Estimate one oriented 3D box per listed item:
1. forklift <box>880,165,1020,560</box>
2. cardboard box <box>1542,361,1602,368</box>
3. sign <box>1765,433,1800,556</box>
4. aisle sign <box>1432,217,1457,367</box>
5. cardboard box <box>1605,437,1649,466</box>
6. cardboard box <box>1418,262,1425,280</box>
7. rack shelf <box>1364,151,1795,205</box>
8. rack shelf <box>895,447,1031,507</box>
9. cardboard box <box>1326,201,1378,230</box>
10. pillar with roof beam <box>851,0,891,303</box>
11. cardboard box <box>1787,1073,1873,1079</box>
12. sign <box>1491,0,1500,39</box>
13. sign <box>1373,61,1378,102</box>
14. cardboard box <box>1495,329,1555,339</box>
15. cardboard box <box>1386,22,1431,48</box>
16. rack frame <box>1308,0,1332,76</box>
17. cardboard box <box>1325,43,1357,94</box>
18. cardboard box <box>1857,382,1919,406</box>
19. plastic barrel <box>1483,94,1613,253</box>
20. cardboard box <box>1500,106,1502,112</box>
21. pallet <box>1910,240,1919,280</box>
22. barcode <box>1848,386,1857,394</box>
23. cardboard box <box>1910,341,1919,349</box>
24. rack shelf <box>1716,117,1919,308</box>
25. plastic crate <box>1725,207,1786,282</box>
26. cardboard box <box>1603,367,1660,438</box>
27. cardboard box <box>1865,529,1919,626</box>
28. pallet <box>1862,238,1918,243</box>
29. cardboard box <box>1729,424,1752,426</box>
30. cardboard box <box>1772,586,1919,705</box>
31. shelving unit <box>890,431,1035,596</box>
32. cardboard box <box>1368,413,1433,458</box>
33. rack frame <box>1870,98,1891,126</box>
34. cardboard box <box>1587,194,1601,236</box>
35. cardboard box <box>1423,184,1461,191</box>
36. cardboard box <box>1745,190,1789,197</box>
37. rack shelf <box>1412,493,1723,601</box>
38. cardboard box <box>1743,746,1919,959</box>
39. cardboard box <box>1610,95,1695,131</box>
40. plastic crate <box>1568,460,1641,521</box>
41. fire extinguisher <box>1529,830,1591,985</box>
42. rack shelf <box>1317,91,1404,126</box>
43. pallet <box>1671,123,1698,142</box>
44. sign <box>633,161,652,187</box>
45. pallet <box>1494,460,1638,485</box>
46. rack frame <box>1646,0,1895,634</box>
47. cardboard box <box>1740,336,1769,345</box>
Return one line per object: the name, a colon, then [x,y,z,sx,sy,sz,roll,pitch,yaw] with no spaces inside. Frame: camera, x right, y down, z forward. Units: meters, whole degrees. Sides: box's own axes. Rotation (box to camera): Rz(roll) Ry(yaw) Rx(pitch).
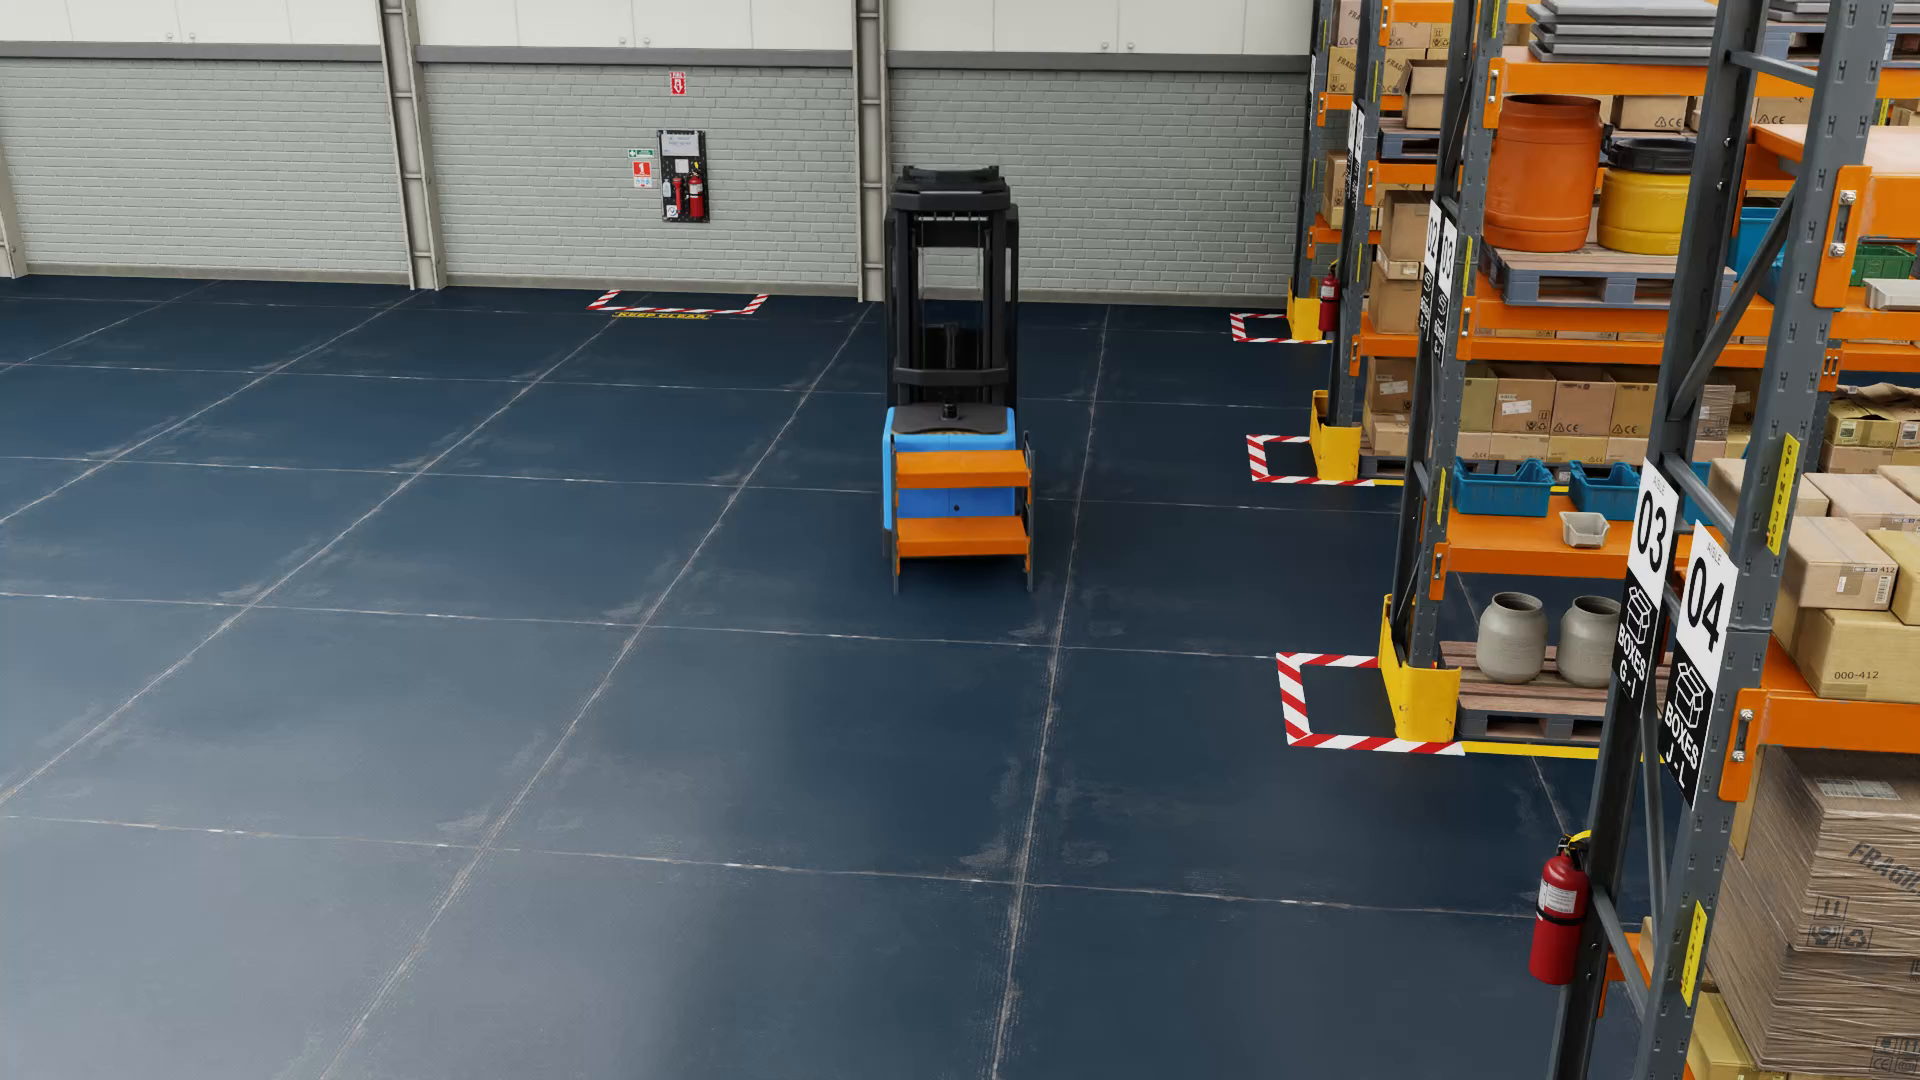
forklift: [-0.065,-1.699,13.910,1.130,2.935,3.031,0,22,1]
cardboard box: [5.549,-1.429,15.284,0.500,0.500,0.500,2,22,6]
sign: [2.257,-0.125,4.568,0.005,0.325,0.100,2,22,6]
aisle sign: [2.798,-1.435,9.615,0.004,0.787,0.394,2,22,6]
cardboard box: [5.983,-0.864,14.874,0.500,0.250,0.500,2,22,6]
cardboard box: [4.118,-2.381,14.524,0.250,0.149,0.380,2,22,5]
rack shelf: [5.477,-3.113,14.291,4.000,0.370,1.077,2,22,6]
rack shelf: [0.010,-0.476,12.476,1.000,0.278,0.538,-1,22,-3]
cardboard box: [4.517,-3.750,19.182,0.500,0.250,0.500,2,22,5]
pillar with roof beam: [-1.598,-5.711,15.805,0.400,9.000,9.100,2,22,6]
cardboard box: [2.822,1.712,5.531,0.250,0.149,0.380,2,22,6]
sign: [2.835,-2.822,8.783,0.005,0.325,0.100,2,22,6]
sign: [3.419,-3.775,13.691,0.005,0.325,0.100,2,22,6]
cardboard box: [4.967,-2.116,14.735,0.500,0.500,0.700,3,22,7]
cardboard box: [4.916,-5.718,18.379,0.500,0.500,0.500,2,22,6]
rack frame: [4.070,-6.737,18.402,0.127,3.000,1.000,2,22,6]
cardboard box: [4.373,-5.292,18.663,0.500,0.500,0.500,3,22,8]
cardboard box: [8.416,-1.210,14.986,0.500,0.311,0.500,3,22,8]
plastic barrel: [3.402,-2.146,9.712,0.708,0.830,0.600,2,22,6]
cardboard box: [4.638,-3.562,14.030,0.250,0.149,0.380,2,22,6]
pallet: [6.148,-1.460,9.390,1.003,0.211,1.213,2,22,6]
barcode: [7.667,-1.291,14.281,0.075,0.075,0.001,2,22,6]
cardboard box: [8.319,-1.736,14.252,0.250,0.149,0.380,2,22,6]
rack shelf: [4.307,-0.889,4.592,4.000,0.370,1.077,2,22,6]
plastic crate: [4.833,-1.745,9.876,0.575,0.384,0.392,2,22,6]
cardboard box: [5.985,-1.217,14.748,0.500,0.500,0.500,2,22,6]
cardboard box: [2.813,0.110,4.823,0.250,0.149,0.380,3,22,7]
pallet: [10.044,-3.583,18.843,1.213,0.211,1.003,2,22,6]
cardboard box: [7.038,-1.013,15.251,0.500,0.250,0.500,2,22,6]
cardboard box: [2.769,0.268,4.966,0.500,0.250,0.500,3,22,8]
shelving unit: [0.010,-0.203,12.584,1.048,1.125,0.538,-1,22,-3]
cardboard box: [3.997,-0.951,15.094,0.500,0.250,0.500,2,22,6]
rack frame: [7.463,-4.756,13.389,0.127,3.000,1.000,2,22,6]
cardboard box: [5.526,-2.697,14.442,0.500,0.500,0.700,3,22,6]
cardboard box: [5.511,-4.056,18.935,0.500,0.500,0.500,2,22,5]
cardboard box: [9.098,-3.964,18.812,0.500,0.500,0.700,5,22,12]
rack shelf: [4.890,0.091,10.269,4.000,0.370,1.077,2,22,6]
cardboard box: [2.835,0.951,5.213,0.500,0.500,0.500,2,22,6]
cardboard box: [5.842,-3.786,14.115,0.637,0.503,0.797,5,22,12]
plastic crate: [4.081,-0.319,10.528,0.408,0.251,0.499,2,22,6]
fire extinguisher: [2.262,1.341,6.234,0.183,0.674,0.296,2,22,6]
rack shelf: [6.056,-4.921,18.866,4.000,0.370,1.077,2,22,6]
pallet: [6.613,-3.347,14.026,1.213,0.211,1.003,2,22,6]
sign: [-4.078,-4.692,21.338,0.234,0.329,0.001,2,22,6]
pallet: [5.463,-0.770,15.261,1.213,0.211,1.003,2,22,6]
rack frame: [2.321,-1.312,4.678,0.127,3.000,1.000,2,22,6]
cardboard box: [7.022,-2.029,14.516,0.500,0.500,0.700,2,22,5]
